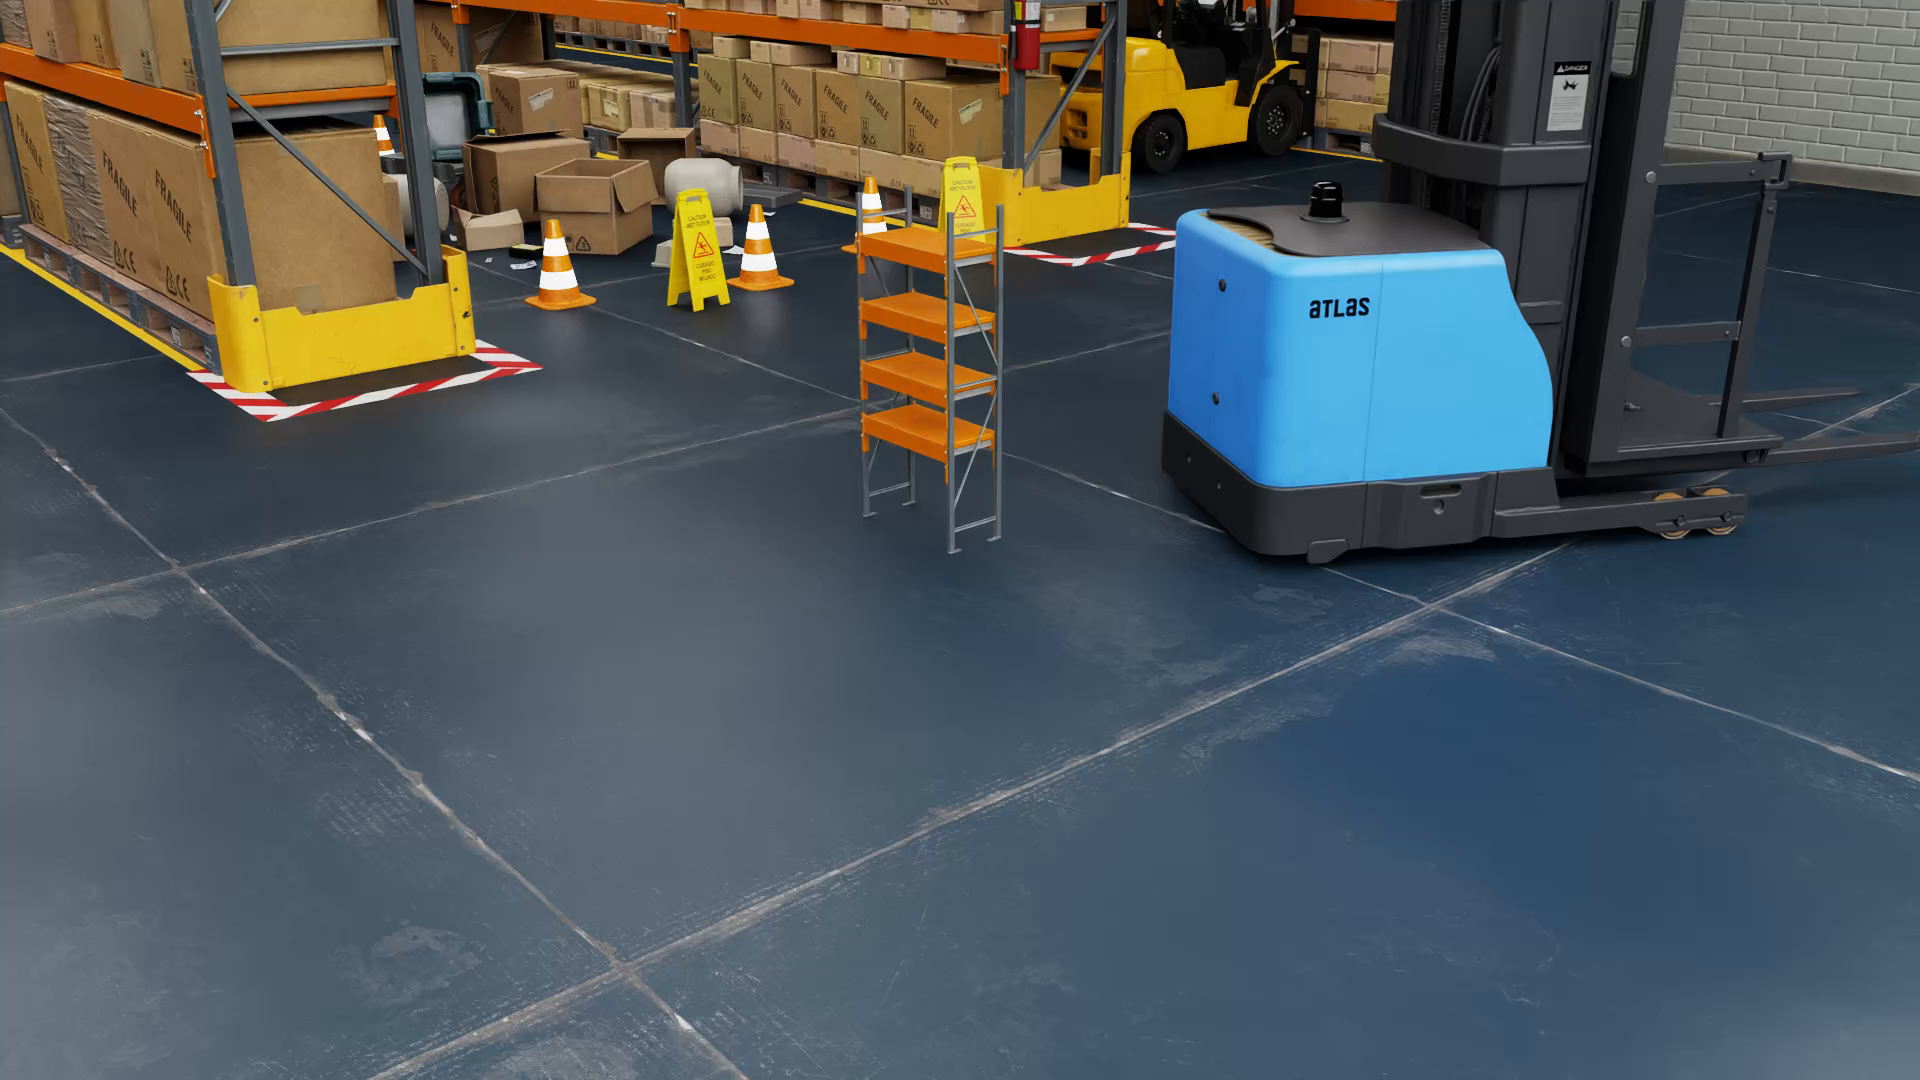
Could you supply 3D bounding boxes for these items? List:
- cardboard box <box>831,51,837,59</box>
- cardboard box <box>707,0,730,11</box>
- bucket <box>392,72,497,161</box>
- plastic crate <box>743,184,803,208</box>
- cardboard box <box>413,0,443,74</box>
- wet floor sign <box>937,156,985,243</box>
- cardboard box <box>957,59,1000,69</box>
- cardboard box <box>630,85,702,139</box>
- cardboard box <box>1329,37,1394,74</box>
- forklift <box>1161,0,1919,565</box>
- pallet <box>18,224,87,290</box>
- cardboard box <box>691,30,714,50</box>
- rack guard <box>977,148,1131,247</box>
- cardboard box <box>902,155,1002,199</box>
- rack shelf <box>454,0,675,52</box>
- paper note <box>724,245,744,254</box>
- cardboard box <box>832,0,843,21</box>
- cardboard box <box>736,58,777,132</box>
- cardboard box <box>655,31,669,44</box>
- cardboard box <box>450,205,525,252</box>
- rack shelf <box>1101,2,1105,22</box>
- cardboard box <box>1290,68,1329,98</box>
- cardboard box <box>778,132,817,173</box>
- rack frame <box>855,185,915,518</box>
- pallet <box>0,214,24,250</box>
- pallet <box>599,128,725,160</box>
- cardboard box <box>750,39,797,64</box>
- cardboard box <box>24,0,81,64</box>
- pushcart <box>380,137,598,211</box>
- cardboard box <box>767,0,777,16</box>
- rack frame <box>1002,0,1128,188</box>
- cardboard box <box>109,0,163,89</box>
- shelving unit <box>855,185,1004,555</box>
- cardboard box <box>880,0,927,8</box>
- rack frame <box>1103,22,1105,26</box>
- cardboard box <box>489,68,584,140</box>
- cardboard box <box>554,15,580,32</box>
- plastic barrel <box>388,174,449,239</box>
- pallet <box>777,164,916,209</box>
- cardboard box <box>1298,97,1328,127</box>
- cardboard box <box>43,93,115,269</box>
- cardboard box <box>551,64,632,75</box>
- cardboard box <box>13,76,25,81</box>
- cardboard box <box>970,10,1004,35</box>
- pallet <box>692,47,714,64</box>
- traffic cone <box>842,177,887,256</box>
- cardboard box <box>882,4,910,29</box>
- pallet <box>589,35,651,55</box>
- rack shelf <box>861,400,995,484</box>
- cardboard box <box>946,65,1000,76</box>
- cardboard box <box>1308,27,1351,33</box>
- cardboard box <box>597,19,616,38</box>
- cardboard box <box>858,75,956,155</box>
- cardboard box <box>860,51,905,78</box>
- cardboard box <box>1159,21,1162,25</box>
[{"bbox_3d":[-0.997,-3.597,13.222,0.500,0.500,0.500,-17,27,-36],"label":"cardboard box"},{"bbox_3d":[-1.753,-4.235,13.028,0.380,0.149,0.250,-16,27,-36],"label":"cardboard box"},{"bbox_3d":[-3.768,-3.061,12.091,0.726,0.611,0.620,-8,13,-19],"label":"bucket"},{"bbox_3d":[-1.516,-2.584,12.472,0.583,0.080,0.402,12,24,27],"label":"plastic crate"},{"bbox_3d":[-5.498,-5.342,17.848,0.875,0.875,0.875,-17,27,-37],"label":"cardboard box"},{"bbox_3d":[0.005,-2.064,10.369,0.267,0.644,0.232,-8,23,-19],"label":"wet floor sign"},{"bbox_3d":[0.496,-5.410,18.364,0.875,0.625,0.625,-19,28,-40],"label":"cardboard box"},{"bbox_3d":[-2.264,-3.689,14.317,0.950,0.372,0.625,-17,27,-37],"label":"cardboard box"},{"bbox_3d":[3.575,-4.224,14.478,0.500,0.250,0.500,-17,27,-36],"label":"cardboard box"},{"bbox_3d":[2.361,-1.549,5.919,3.031,2.935,1.130,-5,22,-12],"label":"forklift"},{"bbox_3d":[-5.167,-1.839,10.390,1.003,0.211,1.213,-17,27,-37],"label":"pallet"},{"bbox_3d":[-3.238,-6.810,22.110,0.500,0.500,0.500,-16,26,-35],"label":"cardboard box"},{"bbox_3d":[0.642,-2.325,11.234,1.175,0.500,0.348,-17,27,-37],"label":"rack guard"},{"bbox_3d":[-0.056,-2.549,11.573,0.500,0.250,0.500,-18,27,-38],"label":"cardboard box"},{"bbox_3d":[-3.225,-4.790,15.088,1.077,0.370,4.000,-17,27,-37],"label":"rack shelf"},{"bbox_3d":[-1.434,-1.872,10.723,0.142,0.019,0.148,12,24,27],"label":"paper note"},{"bbox_3d":[-0.698,-3.830,11.994,0.380,0.149,0.250,-17,27,-37],"label":"cardboard box"},{"bbox_3d":[-1.381,-3.465,12.883,0.500,0.500,0.500,-16,27,-35],"label":"cardboard box"},{"bbox_3d":[-3.970,-6.918,22.866,0.380,0.149,0.250,-18,28,-39],"label":"cardboard box"},{"bbox_3d":[-3.086,-2.057,10.871,0.396,0.266,0.258,-12,25,-28],"label":"cardboard box"},{"bbox_3d":[0.533,-5.973,18.107,1.077,0.370,4.000,-17,27,-37],"label":"rack shelf"},{"bbox_3d":[3.223,-4.137,14.942,0.500,0.250,0.500,-18,28,-39],"label":"cardboard box"},{"bbox_3d":[-1.034,-2.970,12.648,0.500,0.250,0.500,-18,28,-38],"label":"cardboard box"},{"bbox_3d":[-0.267,-0.672,6.054,0.240,1.200,0.015,-17,27,-37],"label":"rack frame"},{"bbox_3d":[-6.164,-2.263,11.473,1.003,0.211,1.213,-17,27,-37],"label":"pallet"},{"bbox_3d":[-2.429,-3.489,14.603,1.003,0.211,1.213,-17,27,-37],"label":"pallet"},{"bbox_3d":[-1.366,-3.721,12.649,0.380,0.149,0.250,-16,27,-35],"label":"cardboard box"},{"bbox_3d":[-4.714,-3.013,9.359,0.875,0.550,0.550,-17,27,-37],"label":"cardboard box"},{"bbox_3d":[-3.614,-2.795,12.603,0.936,0.377,1.648,12,24,27],"label":"pushcart"},{"bbox_3d":[-1.224,-4.026,12.494,0.380,0.149,0.250,-18,27,-38],"label":"cardboard box"},{"bbox_3d":[0.691,-3.468,10.724,1.000,3.000,0.127,-17,27,-37],"label":"rack frame"},{"bbox_3d":[-3.645,-2.570,8.226,0.875,0.550,0.550,-17,27,-37],"label":"cardboard box"},{"bbox_3d":[-0.108,-0.604,5.882,0.258,1.200,0.503,-17,27,-37],"label":"shelving unit"},{"bbox_3d":[-0.195,-3.876,11.223,0.500,0.500,0.500,-17,27,-37],"label":"cardboard box"},{"bbox_3d":[1.838,-5.755,16.565,1.000,3.000,0.127,-17,27,-37],"label":"rack frame"},{"bbox_3d":[-3.249,-3.329,12.760,0.500,0.500,0.500,-17,27,-37],"label":"cardboard box"},{"bbox_3d":[-5.667,-7.912,24.920,0.797,0.503,0.637,-19,28,-39],"label":"cardboard box"},{"bbox_3d":[-3.701,-2.219,11.068,0.512,0.421,0.421,0,21,-1],"label":"plastic barrel"},{"bbox_3d":[-0.654,-2.760,12.741,1.003,0.211,1.213,-17,27,-37],"label":"pallet"},{"bbox_3d":[3.266,-3.900,15.023,0.500,0.250,0.500,-17,27,-37],"label":"cardboard box"},{"bbox_3d":[-4.655,-2.134,9.657,0.875,0.875,0.875,-17,27,-37],"label":"cardboard box"},{"bbox_3d":[-3.682,-4.289,15.850,0.950,0.372,0.625,-18,28,-38],"label":"cardboard box"},{"bbox_3d":[-6.704,-2.932,11.866,1.050,0.750,0.750,-17,27,-37],"label":"cardboard box"},{"bbox_3d":[0.285,-3.403,10.904,0.380,0.149,0.250,-16,27,-36],"label":"cardboard box"},{"bbox_3d":[-2.824,-6.451,22.166,1.003,0.211,1.213,-17,27,-37],"label":"pallet"},{"bbox_3d":[-0.567,-2.098,10.706,0.336,0.463,0.334,-17,27,-37],"label":"traffic cone"},{"bbox_3d":[-0.306,-3.586,11.372,0.380,0.149,0.250,-17,27,-37],"label":"cardboard box"},{"bbox_3d":[-4.632,-7.194,24.063,1.003,0.211,1.213,-17,27,-37],"label":"pallet"},{"bbox_3d":[-0.108,-0.357,5.979,0.258,0.148,0.480,-17,27,-37],"label":"rack shelf"},{"bbox_3d":[0.014,-3.170,12.132,0.500,0.500,0.500,-19,28,-39],"label":"cardboard box"},{"bbox_3d":[3.302,-4.630,15.515,0.500,0.250,0.500,-18,28,-38],"label":"cardboard box"},{"bbox_3d":[-4.869,-7.496,23.860,0.500,0.500,0.500,-17,27,-36],"label":"cardboard box"},{"bbox_3d":[-0.372,-3.035,11.785,0.500,0.500,0.500,-16,27,-36],"label":"cardboard box"},{"bbox_3d":[-0.481,-3.349,11.698,0.380,0.149,0.250,-17,27,-37],"label":"cardboard box"},{"bbox_3d":[1.916,-4.928,16.276,0.500,0.250,0.500,-18,28,-38],"label":"cardboard box"}]
